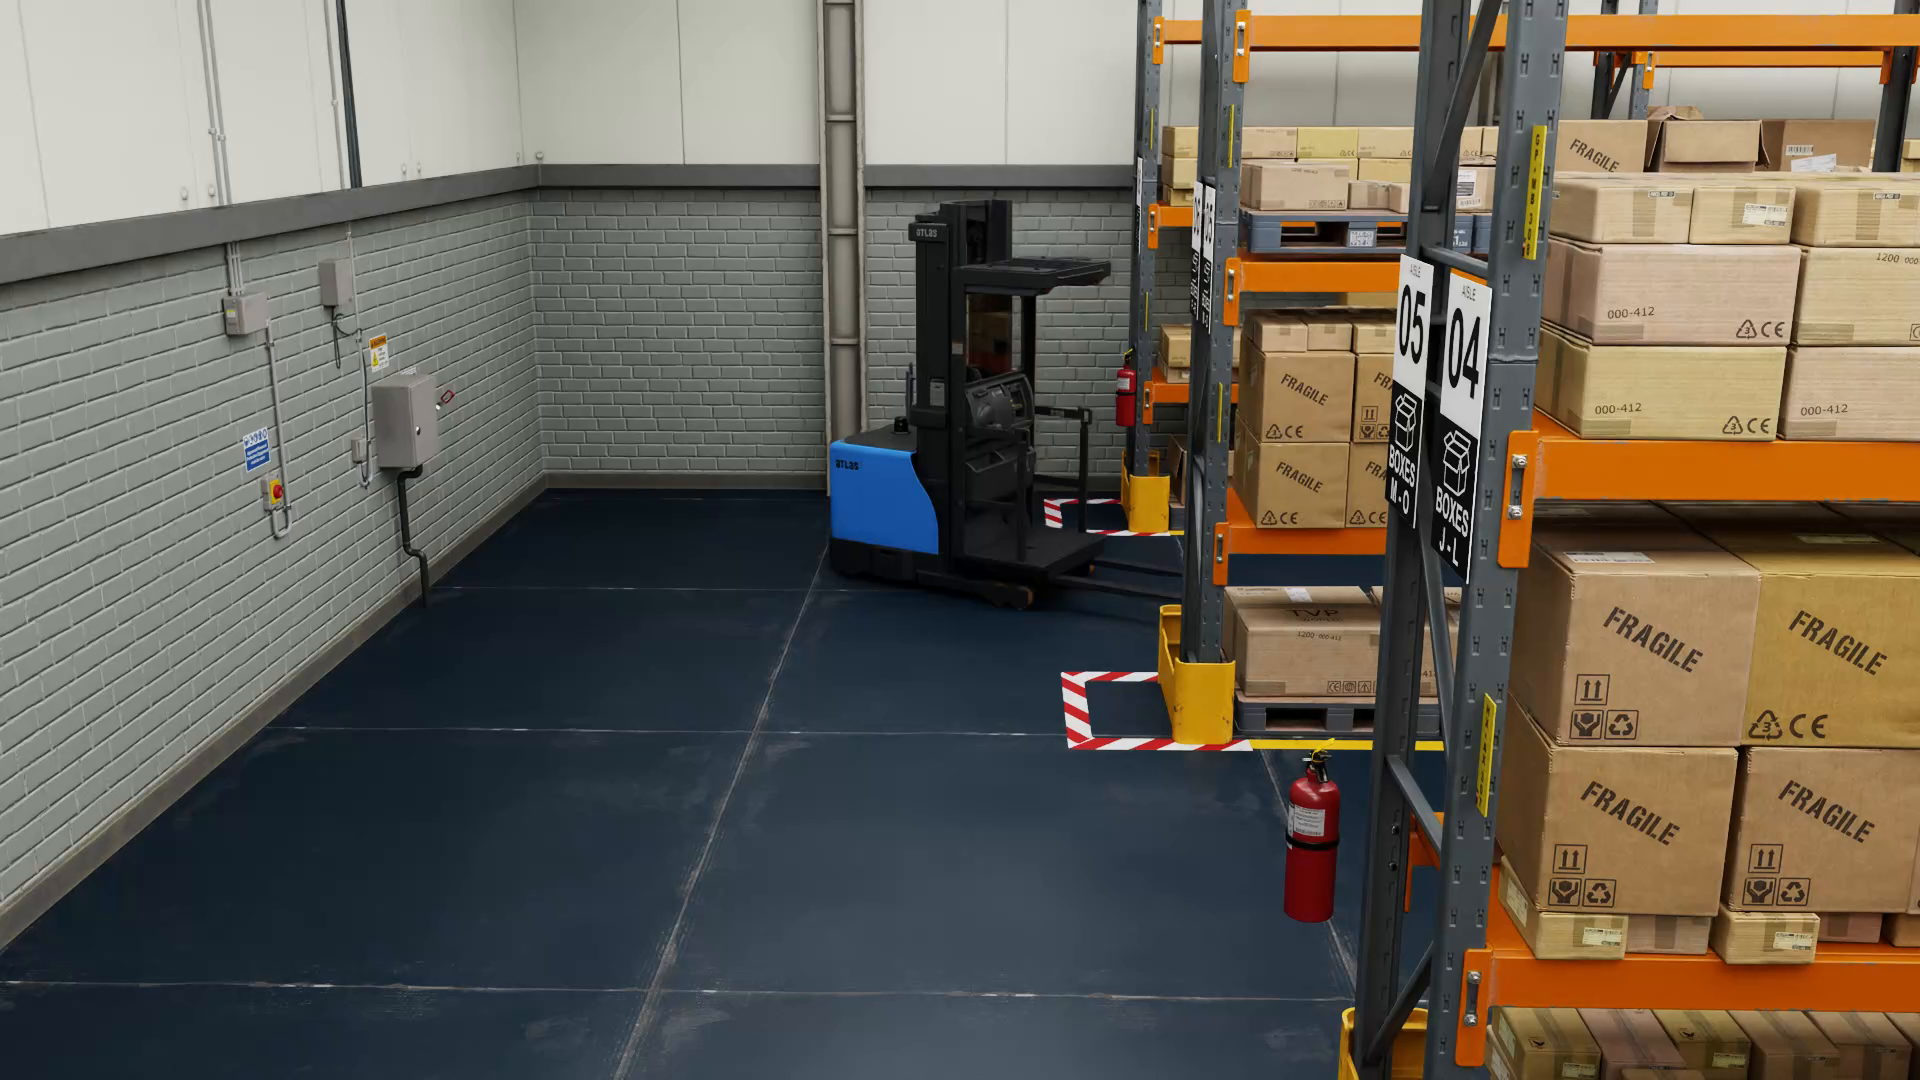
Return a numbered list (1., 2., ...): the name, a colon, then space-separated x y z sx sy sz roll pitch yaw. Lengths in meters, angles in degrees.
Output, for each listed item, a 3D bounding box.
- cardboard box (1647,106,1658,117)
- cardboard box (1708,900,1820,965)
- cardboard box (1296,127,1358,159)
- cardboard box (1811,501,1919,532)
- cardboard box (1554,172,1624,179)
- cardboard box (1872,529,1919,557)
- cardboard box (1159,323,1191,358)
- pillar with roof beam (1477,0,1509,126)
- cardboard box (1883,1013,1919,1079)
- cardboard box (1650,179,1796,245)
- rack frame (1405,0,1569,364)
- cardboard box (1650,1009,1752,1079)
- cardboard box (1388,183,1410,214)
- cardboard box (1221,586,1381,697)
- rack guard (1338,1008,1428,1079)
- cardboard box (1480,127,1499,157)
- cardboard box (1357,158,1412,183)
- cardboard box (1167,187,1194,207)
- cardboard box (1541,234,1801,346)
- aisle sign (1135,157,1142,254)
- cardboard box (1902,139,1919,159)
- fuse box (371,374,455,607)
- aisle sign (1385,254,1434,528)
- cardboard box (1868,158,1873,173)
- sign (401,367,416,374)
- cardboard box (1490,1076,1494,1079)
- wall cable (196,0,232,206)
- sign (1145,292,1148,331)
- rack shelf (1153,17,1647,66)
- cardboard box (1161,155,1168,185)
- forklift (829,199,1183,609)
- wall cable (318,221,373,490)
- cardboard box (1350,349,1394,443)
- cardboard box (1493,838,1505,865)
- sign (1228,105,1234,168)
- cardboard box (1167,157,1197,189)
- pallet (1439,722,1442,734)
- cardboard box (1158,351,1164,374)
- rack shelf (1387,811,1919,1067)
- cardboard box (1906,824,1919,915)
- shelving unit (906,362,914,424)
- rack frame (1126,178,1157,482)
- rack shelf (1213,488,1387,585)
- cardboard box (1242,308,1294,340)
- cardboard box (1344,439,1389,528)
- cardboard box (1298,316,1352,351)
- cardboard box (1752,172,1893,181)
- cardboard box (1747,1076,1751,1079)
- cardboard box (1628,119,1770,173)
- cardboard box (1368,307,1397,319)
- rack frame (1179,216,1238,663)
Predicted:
1. cardboard box: 5.902 -3.575 14.210 0.258 0.266 0.396 0 15 1
2. cardboard box: 2.286 1.081 4.855 0.250 0.149 0.380 0 15 0
3. cardboard box: 3.044 -3.350 14.009 0.500 0.250 0.500 0 15 1
4. cardboard box: 2.938 0.136 5.207 0.500 0.500 0.500 1 15 4
5. cardboard box: 1.787 -1.018 4.970 0.250 0.149 0.380 0 15 1
6. cardboard box: 2.913 0.273 4.686 0.500 0.500 0.500 0 15 0
7. cardboard box: 2.062 -1.798 14.984 0.500 0.250 0.500 1 15 3
8. pillar with roof beam: 4.812 -3.673 10.621 0.400 9.000 9.100 0 15 1
9. cardboard box: 3.283 1.715 5.559 0.250 0.149 0.380 0 15 0
10. cardboard box: 2.020 -0.879 4.443 0.250 0.149 0.380 1 15 4
11. rack frame: 1.447 -2.033 4.407 0.127 3.000 1.000 0 15 1
12. cardboard box: 2.495 1.679 5.694 0.250 0.149 0.380 0 15 0
13. cardboard box: 2.555 -1.910 9.294 0.250 0.149 0.380 1 15 3
14. cardboard box: 2.135 0.619 10.314 0.875 0.438 0.875 0 15 0
15. rack guard: 1.523 2.076 5.490 0.348 0.500 1.175 0 15 1
16. cardboard box: 4.576 -3.342 13.978 0.500 0.250 0.500 0 15 1
17. cardboard box: 3.570 -3.109 14.074 0.500 0.250 0.500 0 15 1
18. cardboard box: 1.909 -2.929 14.175 0.250 0.149 0.380 1 15 3
19. cardboard box: 1.890 -0.683 4.483 0.500 0.250 0.500 1 15 2
20. aisle sign: 1.520 -2.844 14.144 0.004 0.787 0.394 0 15 1
21. cardboard box: 7.945 -3.259 13.863 0.250 0.149 0.380 0 15 2
22. fuse box: -3.965 -0.338 12.268 0.414 1.711 0.539 0 15 1
23. aisle sign: 1.382 -0.467 5.133 0.004 0.787 0.394 0 15 1
24. cardboard box: 7.420 -3.109 13.837 0.250 0.149 0.380 1 15 3
25. sign: -4.160 -1.043 12.598 0.001 0.494 0.329 0 15 1
26. cardboard box: 1.979 1.993 5.671 0.250 0.149 0.380 1 15 2
27. wall cable: -4.221 -3.262 9.063 0.029 3.000 0.463 0 15 1
28. sign: 1.582 -1.942 14.123 0.005 0.325 0.100 0 15 1
29. rack shelf: 3.595 -4.200 14.035 4.000 0.370 1.077 0 15 1
30. cardboard box: 2.047 -3.250 14.609 0.500 0.250 0.500 0 15 0
31. forklift: 0.483 -1.055 12.594 3.031 2.935 1.130 9 17 30
32. wall cable: -4.140 -1.280 11.318 0.122 1.984 0.588 0 15 1
33. cardboard box: 2.462 -0.850 9.526 0.500 0.500 0.500 0 15 0
34. cardboard box: 1.781 0.919 5.470 0.250 0.149 0.380 0 15 1
35. sign: 1.453 -2.166 8.919 0.005 0.325 0.100 0 15 1
36. cardboard box: 2.032 -3.111 14.081 0.500 0.250 0.500 0 15 1
37. pallet: 3.491 0.947 10.339 1.213 0.211 1.003 0 15 1
38. cardboard box: 1.934 -1.606 15.041 0.250 0.149 0.380 0 15 1
39. rack shelf: 3.447 1.228 5.215 4.000 0.370 1.077 0 15 1
40. cardboard box: 2.914 0.752 4.831 0.500 0.500 0.500 1 15 2
41. shelving unit: 0.084 -0.726 14.152 1.048 1.500 0.538 1 15 2
42. rack frame: 1.596 -1.662 14.758 0.127 3.000 1.000 0 15 1
43. rack shelf: 3.472 -0.035 10.002 4.000 0.370 1.077 0 15 1
44. cardboard box: 1.837 -1.290 9.922 0.250 0.149 0.380 1 15 2
45. cardboard box: 2.452 -0.372 9.672 0.500 0.500 0.500 0 15 1
46. cardboard box: 2.084 -1.185 9.523 0.250 0.149 0.380 1 15 3
47. cardboard box: 2.555 -1.016 4.962 0.250 0.149 0.380 1 15 2
48. cardboard box: 2.768 1.860 5.591 0.250 0.149 0.380 0 15 1
49. cardboard box: 4.123 -2.122 9.401 0.637 0.503 0.797 2 15 6
50. cardboard box: 2.602 -1.302 9.968 0.250 0.149 0.380 1 15 3
51. rack frame: 1.473 -0.396 9.960 0.127 3.000 1.000 0 15 1
